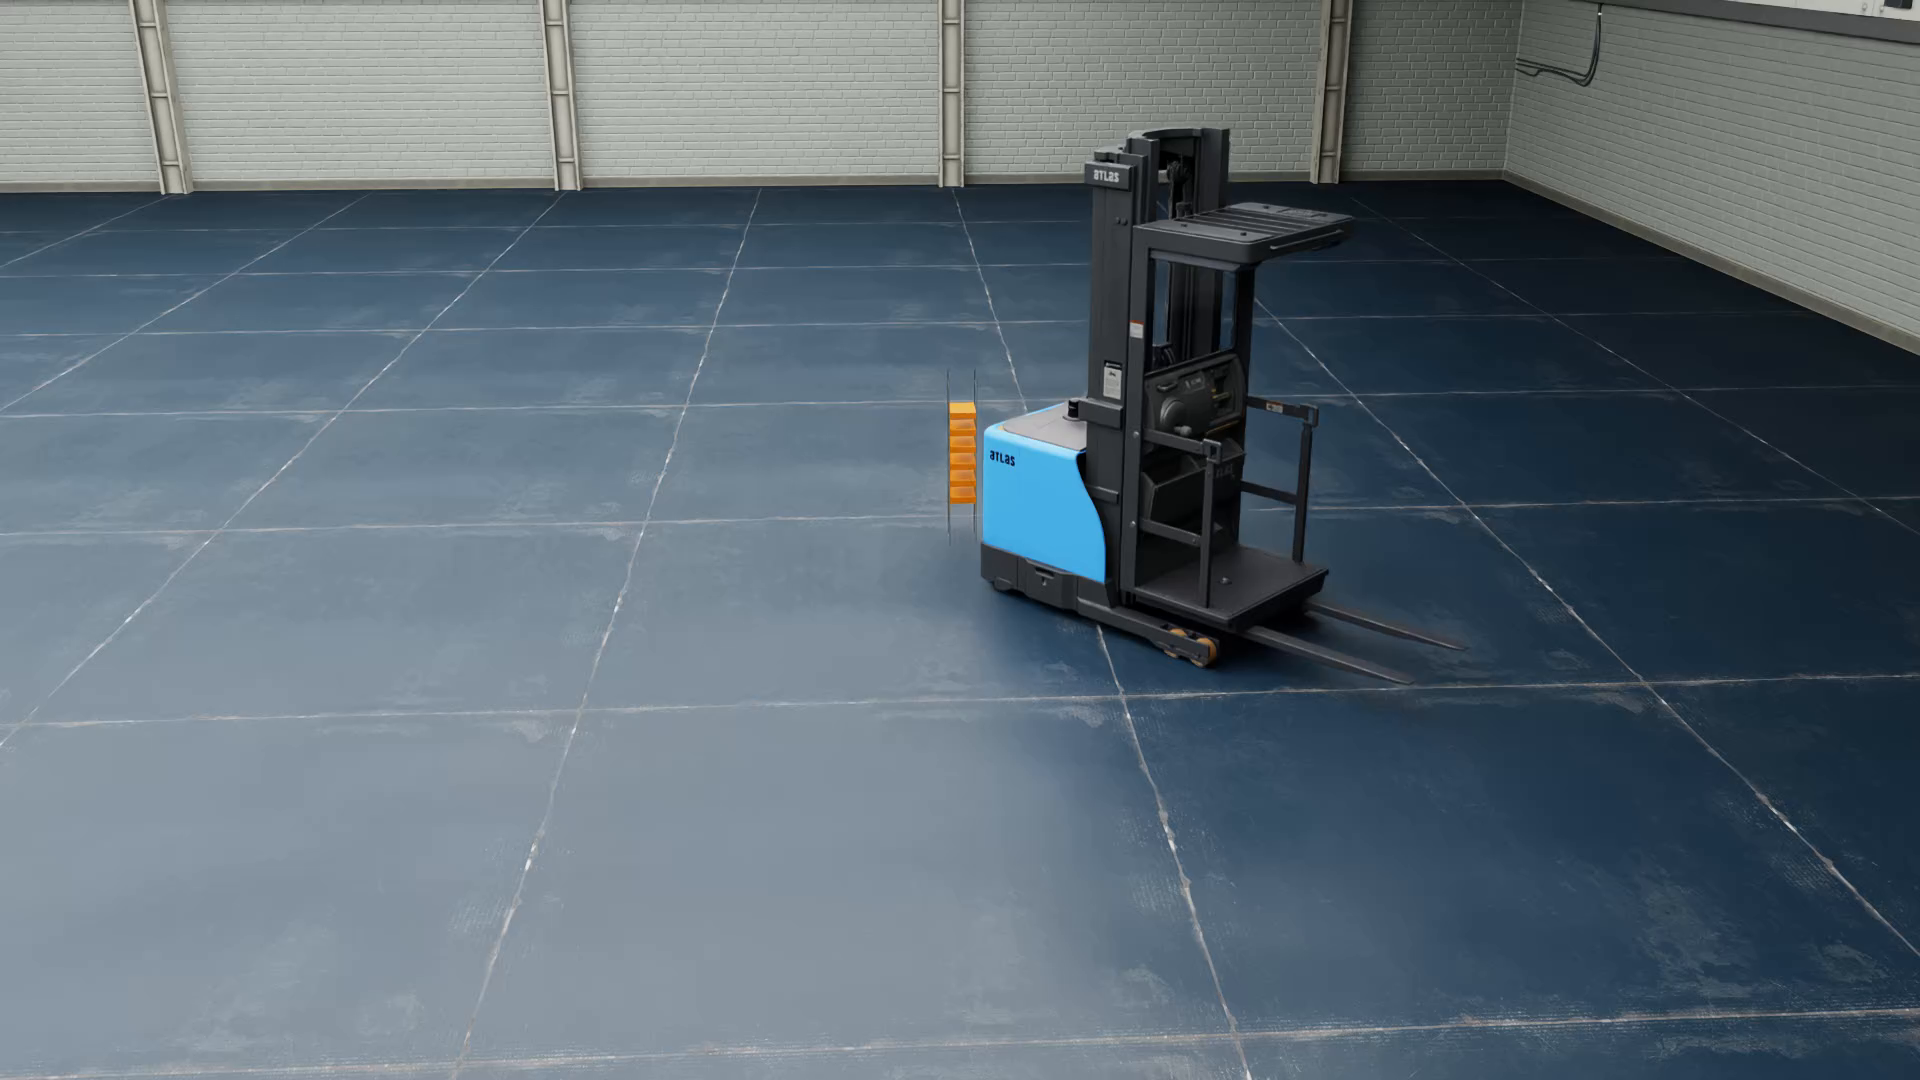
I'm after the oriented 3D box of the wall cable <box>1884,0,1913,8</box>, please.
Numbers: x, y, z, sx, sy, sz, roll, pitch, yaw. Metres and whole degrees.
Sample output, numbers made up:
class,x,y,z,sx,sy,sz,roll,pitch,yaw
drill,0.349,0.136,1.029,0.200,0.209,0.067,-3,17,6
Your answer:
class,x,y,z,sx,sy,sz,roll,pitch,yaw
wall cable,9.394,-7.766,14.592,0.169,6.003,2.305,-1,21,-3

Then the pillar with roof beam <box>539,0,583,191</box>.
class,x,y,z,sx,sy,sz,roll,pitch,yaw
pillar with roof beam,-5.884,-8.186,20.476,0.400,9.000,9.100,-1,21,-3

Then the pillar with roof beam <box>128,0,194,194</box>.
class,x,y,z,sx,sy,sz,roll,pitch,yaw
pillar with roof beam,-11.874,-8.064,20.155,0.400,9.000,9.100,-1,21,-3

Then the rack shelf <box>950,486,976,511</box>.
class,x,y,z,sx,sy,sz,roll,pitch,yaw
rack shelf,0.014,-0.295,11.509,0.180,0.103,0.258,-1,21,-3

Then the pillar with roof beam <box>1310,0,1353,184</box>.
class,x,y,z,sx,sy,sz,roll,pitch,yaw
pillar with roof beam,6.097,-8.430,21.116,0.400,9.000,9.100,-1,21,-3

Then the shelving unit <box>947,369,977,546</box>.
class,x,y,z,sx,sy,sz,roll,pitch,yaw
shelving unit,0.014,-0.561,11.408,0.189,1.200,0.258,-1,21,-3

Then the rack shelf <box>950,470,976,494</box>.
class,x,y,z,sx,sy,sz,roll,pitch,yaw
rack shelf,0.014,-0.407,11.467,0.180,0.103,0.258,-1,21,-3

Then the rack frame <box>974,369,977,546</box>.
class,x,y,z,sx,sy,sz,roll,pitch,yaw
rack frame,0.106,-0.563,11.413,0.006,1.200,0.240,-1,21,-3

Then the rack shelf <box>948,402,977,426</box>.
class,x,y,z,sx,sy,sz,roll,pitch,yaw
rack shelf,0.014,-0.856,11.296,0.180,0.103,0.258,-1,21,-3

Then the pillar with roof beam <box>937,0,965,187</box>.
class,x,y,z,sx,sy,sz,roll,pitch,yaw
pillar with roof beam,0.107,-8.308,20.796,0.400,9.000,9.100,-1,21,-3

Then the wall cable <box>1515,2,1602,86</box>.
class,x,y,z,sx,sy,sz,roll,pitch,yaw
wall cable,8.868,-8.098,24.608,0.112,2.526,3.097,-1,21,-3

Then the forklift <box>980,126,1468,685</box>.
class,x,y,z,sx,sy,sz,roll,pitch,yaw
forklift,1.550,-0.841,9.711,3.031,2.935,1.130,19,28,40

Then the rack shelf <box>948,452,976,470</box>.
class,x,y,z,sx,sy,sz,roll,pitch,yaw
rack shelf,0.014,-0.520,11.424,0.180,0.103,0.258,-1,21,-3

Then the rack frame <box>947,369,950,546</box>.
class,x,y,z,sx,sy,sz,roll,pitch,yaw
rack frame,-0.077,-0.559,11.403,0.006,1.200,0.240,-1,21,-3

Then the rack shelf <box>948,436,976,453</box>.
class,x,y,z,sx,sy,sz,roll,pitch,yaw
rack shelf,0.014,-0.632,11.381,0.180,0.103,0.258,-1,21,-3

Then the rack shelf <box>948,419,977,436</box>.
class,x,y,z,sx,sy,sz,roll,pitch,yaw
rack shelf,0.014,-0.744,11.339,0.180,0.103,0.258,-1,21,-3
